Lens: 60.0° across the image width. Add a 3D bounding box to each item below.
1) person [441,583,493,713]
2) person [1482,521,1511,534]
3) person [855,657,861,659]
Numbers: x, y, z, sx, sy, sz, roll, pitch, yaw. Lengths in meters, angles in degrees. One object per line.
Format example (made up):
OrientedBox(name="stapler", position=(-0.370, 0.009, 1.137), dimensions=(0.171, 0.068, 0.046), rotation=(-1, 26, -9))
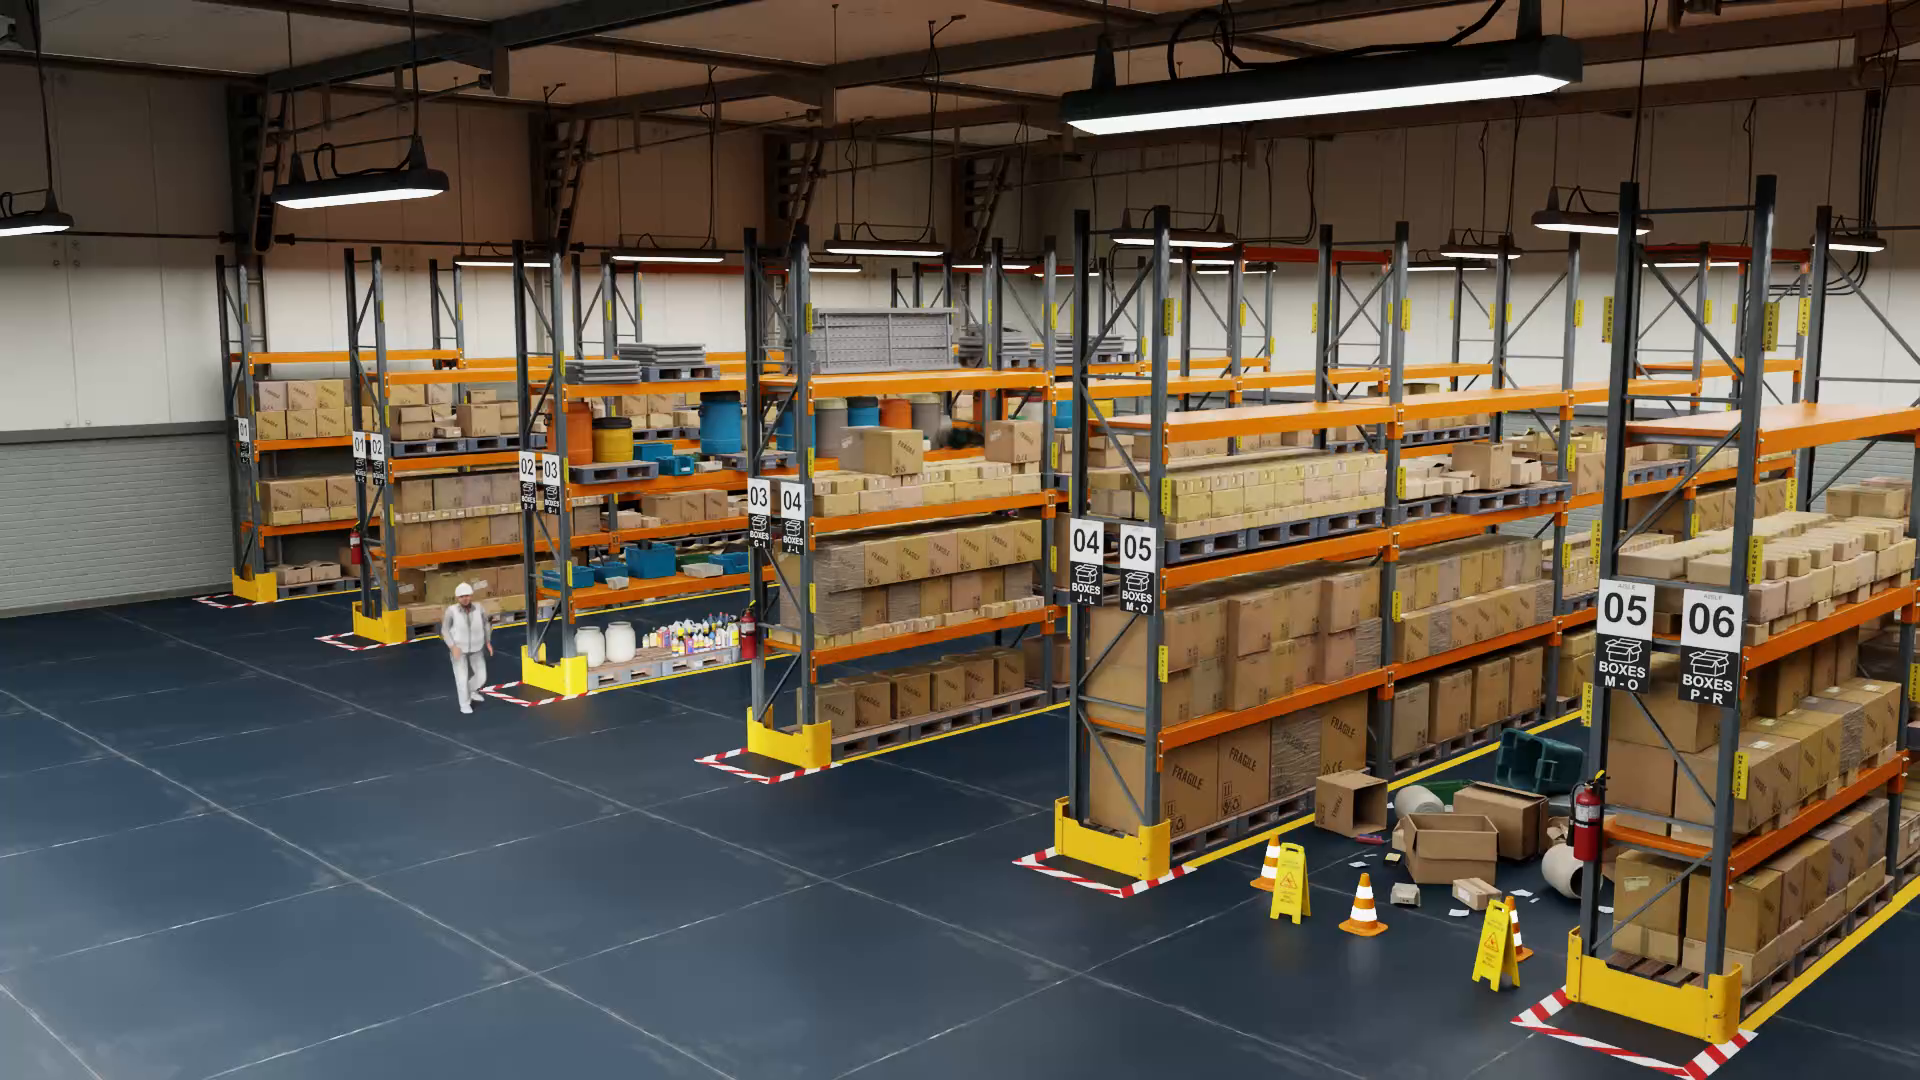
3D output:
OrientedBox(name="person", position=(-6.263, 1.354, 21.049), dimensions=(0.627, 1.704, 0.757), rotation=(-5, 9, -31))
OrientedBox(name="person", position=(9.791, -0.141, 30.992), dimensions=(0.679, 1.763, 0.991), rotation=(-6, 10, -36))
OrientedBox(name="person", position=(-1.245, 0.888, 24.228), dimensions=(0.772, 1.683, 0.842), rotation=(-5, 9, -31))
